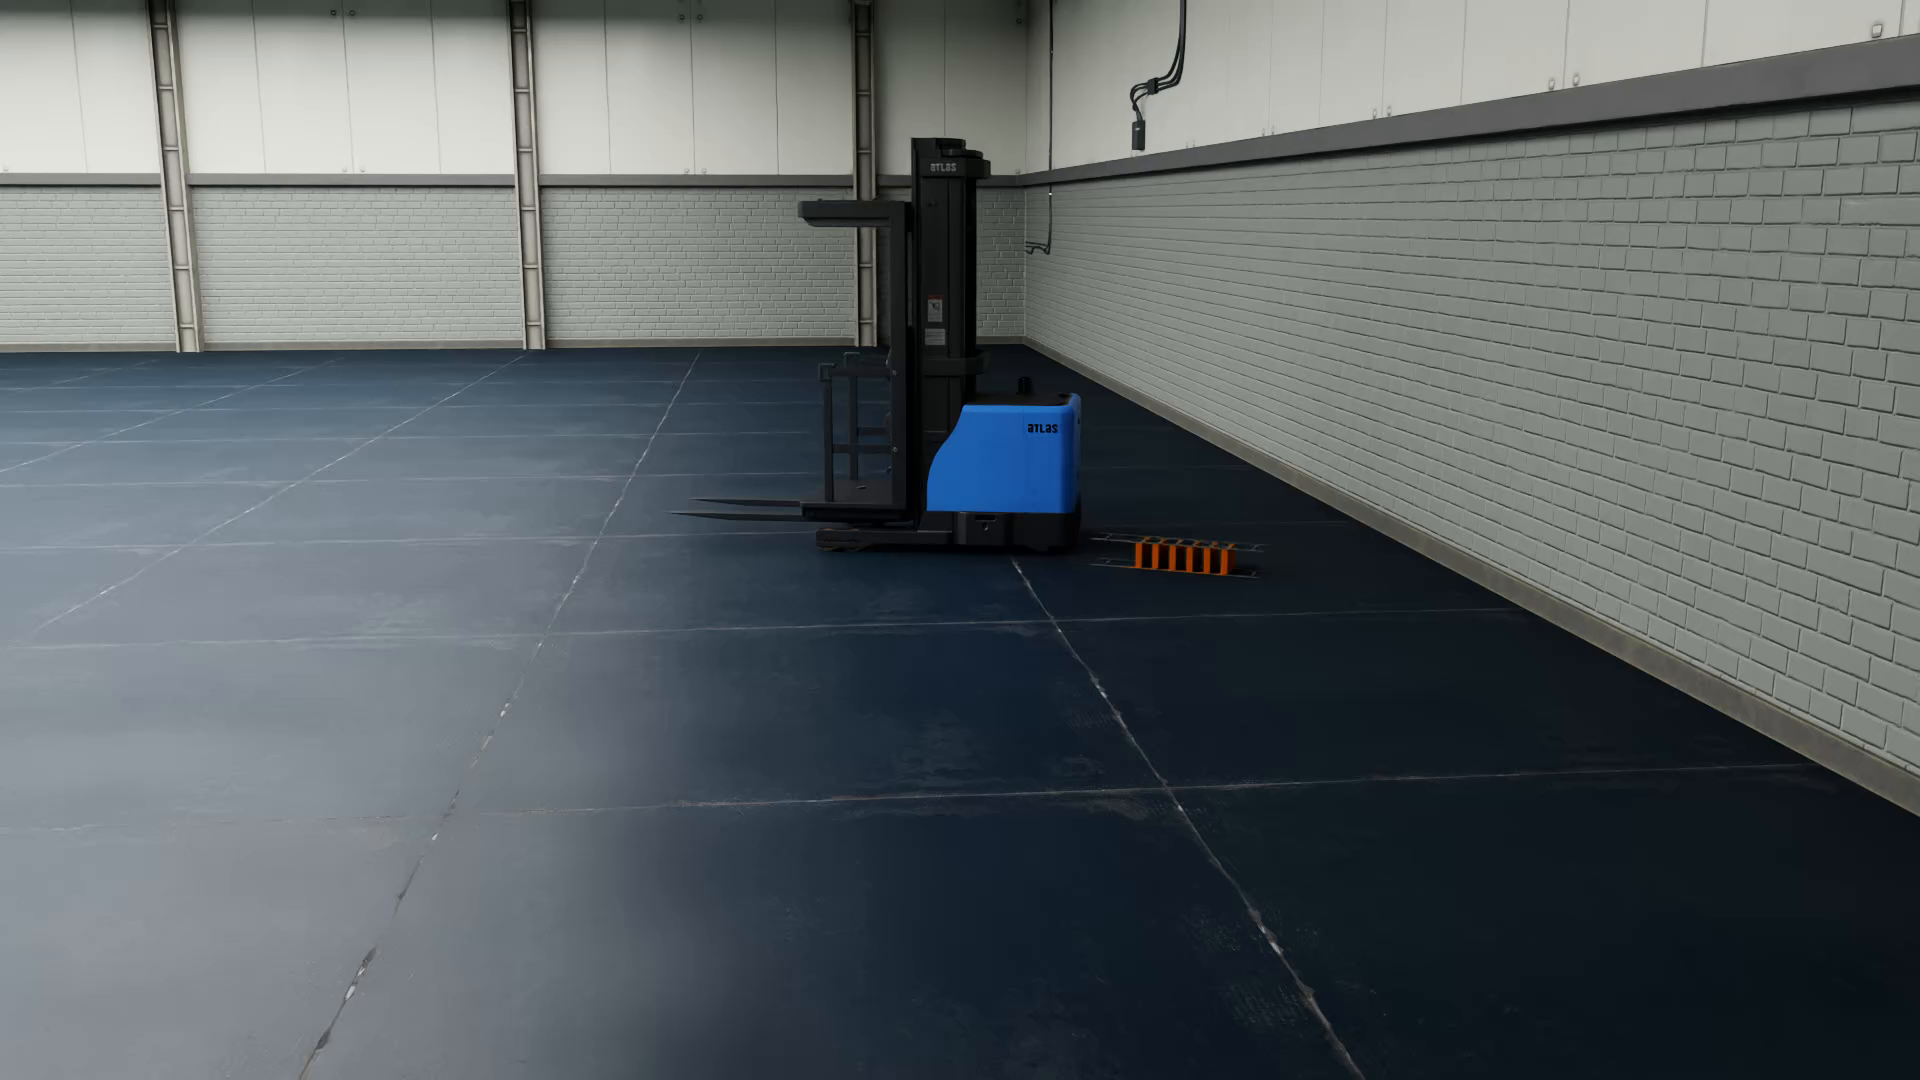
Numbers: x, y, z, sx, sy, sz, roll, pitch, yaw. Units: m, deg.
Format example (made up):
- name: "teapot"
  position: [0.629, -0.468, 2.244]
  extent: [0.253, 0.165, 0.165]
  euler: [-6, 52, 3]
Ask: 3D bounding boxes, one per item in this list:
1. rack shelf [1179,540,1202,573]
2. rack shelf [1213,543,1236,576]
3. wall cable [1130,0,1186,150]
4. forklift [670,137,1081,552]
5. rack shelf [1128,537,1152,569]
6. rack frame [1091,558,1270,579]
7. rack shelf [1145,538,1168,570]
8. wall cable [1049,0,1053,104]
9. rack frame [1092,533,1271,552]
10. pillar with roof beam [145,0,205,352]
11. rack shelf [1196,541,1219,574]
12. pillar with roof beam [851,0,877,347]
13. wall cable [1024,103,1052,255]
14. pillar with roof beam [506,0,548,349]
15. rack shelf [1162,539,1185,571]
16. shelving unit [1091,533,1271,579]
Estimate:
- name: "rack shelf"
  position: [1.590, 0.109, 11.459]
  extent: [0.103, 0.180, 0.258]
  euler: [4, 12, 21]
- name: "rack shelf"
  position: [1.813, 0.127, 11.371]
  extent: [0.103, 0.180, 0.258]
  euler: [4, 12, 21]
- name: "wall cable"
  position: [2.338, -7.673, 19.403]
  extent: [0.169, 6.003, 2.305]
  euler: [-1, 11, -6]
- name: "forklift"
  position: [-0.625, -1.453, 12.310]
  extent: [3.031, 2.935, 1.130]
  euler: [1, 11, 7]
- name: "rack shelf"
  position: [1.256, 0.083, 11.591]
  extent: [0.103, 0.180, 0.258]
  euler: [4, 12, 21]
- name: "rack frame"
  position: [1.520, 0.194, 11.504]
  extent: [1.200, 0.006, 0.240]
  euler: [4, 12, 21]
- name: "rack shelf"
  position: [1.367, 0.092, 11.547]
  extent: [0.103, 0.180, 0.258]
  euler: [4, 12, 21]
- name: "wall cable"
  position: [1.620, -8.261, 26.167]
  extent: [0.112, 2.526, 3.097]
  euler: [-1, 11, -6]
- name: "rack frame"
  position: [1.520, 0.014, 11.469]
  extent: [1.200, 0.006, 0.240]
  euler: [4, 12, 21]
- name: "pillar with roof beam"
  position: [-13.208, -6.942, 24.500]
  extent: [0.400, 9.000, 9.100]
  euler: [-1, 11, -6]
- name: "rack shelf"
  position: [1.701, 0.118, 11.415]
  extent: [0.103, 0.180, 0.258]
  euler: [4, 12, 21]
- name: "pillar with roof beam"
  position: [-1.278, -7.192, 25.772]
  extent: [0.548, 9.000, 9.100]
  euler: [-1, 11, -6]
- name: "wall cable"
  position: [1.328, -6.302, 29.293]
  extent: [0.112, 2.526, 3.097]
  euler: [-1, 11, -6]
- name: "pillar with roof beam"
  position: [-7.243, -7.067, 25.136]
  extent: [0.548, 9.000, 9.100]
  euler: [-1, 11, -6]
- name: "rack shelf"
  position: [1.479, 0.101, 11.503]
  extent: [0.103, 0.180, 0.258]
  euler: [4, 12, 21]
- name: "shelving unit"
  position: [1.520, 0.104, 11.487]
  extent: [1.200, 0.189, 0.258]
  euler: [4, 12, 21]
